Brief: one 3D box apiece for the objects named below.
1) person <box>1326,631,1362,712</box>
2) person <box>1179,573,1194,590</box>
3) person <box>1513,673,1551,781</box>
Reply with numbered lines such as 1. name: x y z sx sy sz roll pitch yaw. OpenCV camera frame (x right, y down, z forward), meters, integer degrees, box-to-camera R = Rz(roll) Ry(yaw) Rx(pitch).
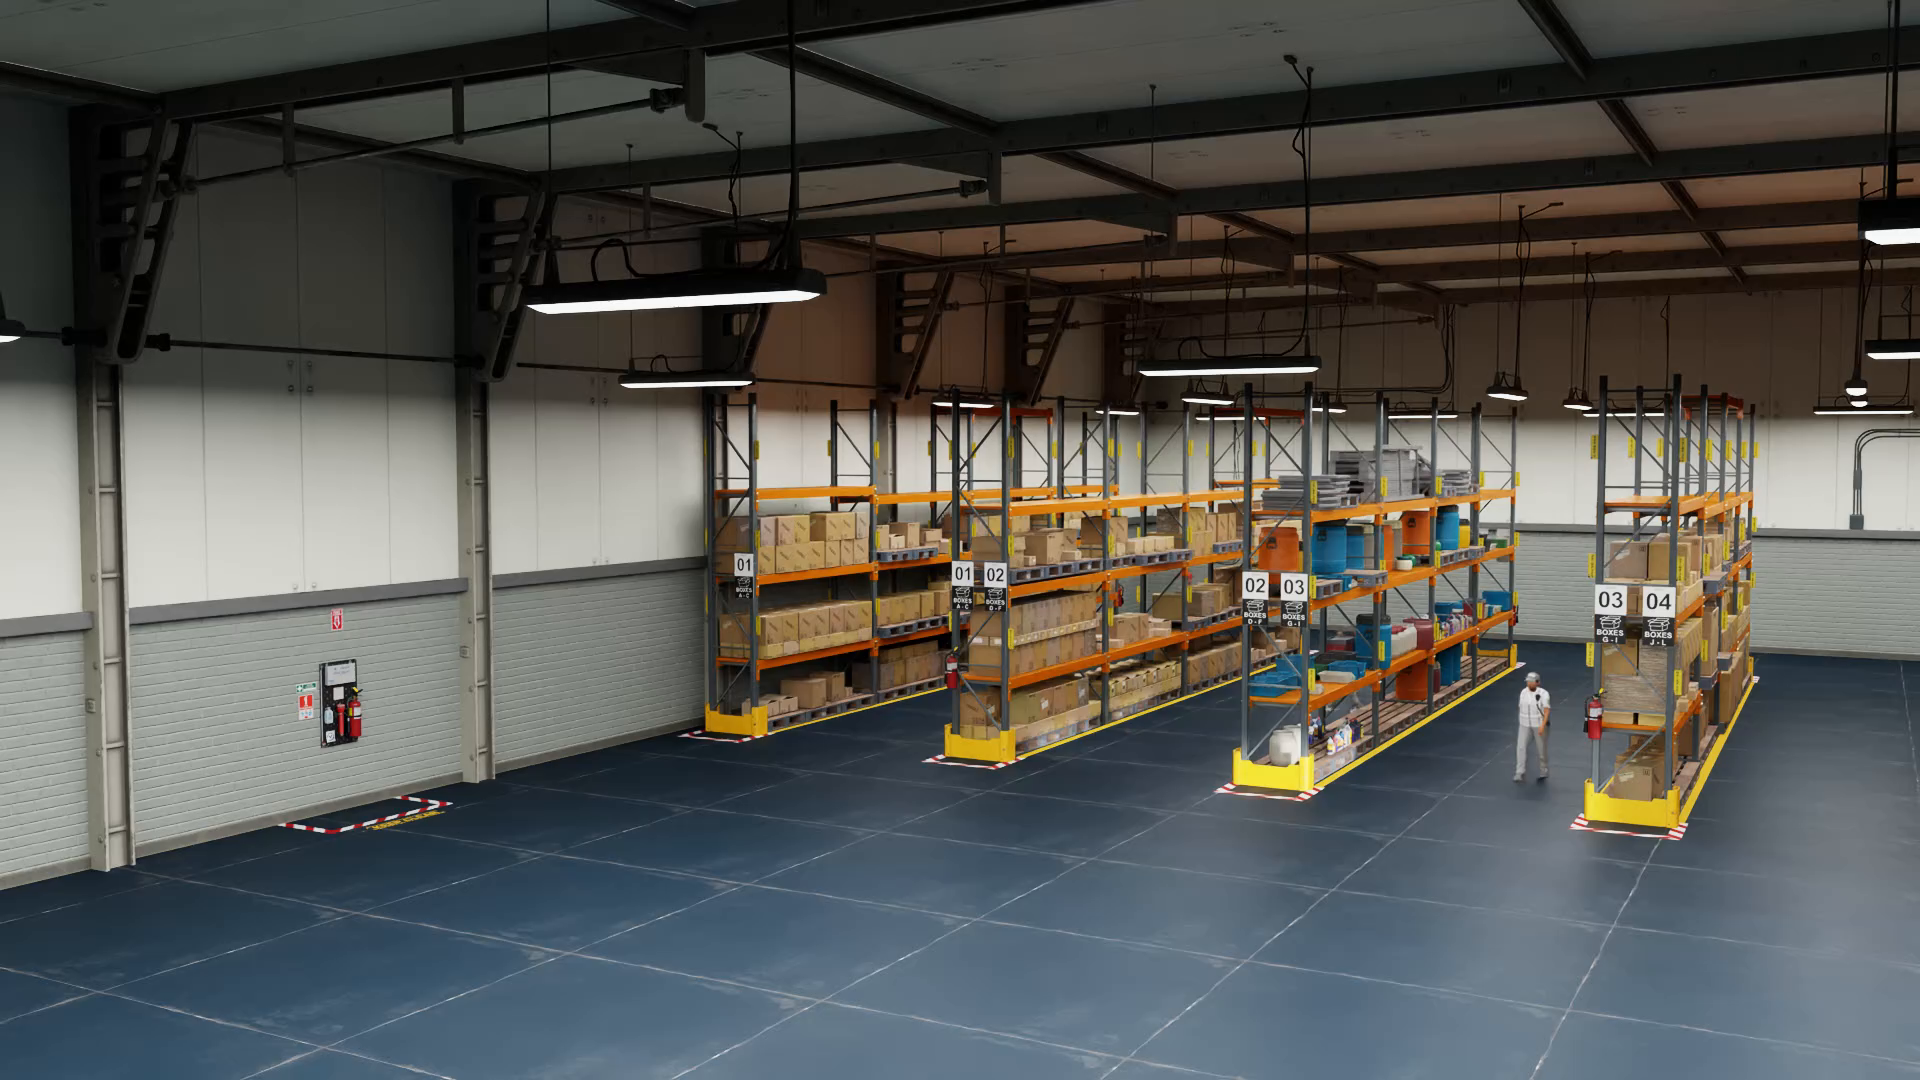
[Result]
1. person: 7.259 2.501 31.545 0.438 1.541 0.951 -2 4 -29
2. person: 5.895 1.750 43.645 0.612 1.782 0.703 -3 4 -44
3. person: 8.654 2.814 25.135 0.501 1.611 0.940 2 4 38
